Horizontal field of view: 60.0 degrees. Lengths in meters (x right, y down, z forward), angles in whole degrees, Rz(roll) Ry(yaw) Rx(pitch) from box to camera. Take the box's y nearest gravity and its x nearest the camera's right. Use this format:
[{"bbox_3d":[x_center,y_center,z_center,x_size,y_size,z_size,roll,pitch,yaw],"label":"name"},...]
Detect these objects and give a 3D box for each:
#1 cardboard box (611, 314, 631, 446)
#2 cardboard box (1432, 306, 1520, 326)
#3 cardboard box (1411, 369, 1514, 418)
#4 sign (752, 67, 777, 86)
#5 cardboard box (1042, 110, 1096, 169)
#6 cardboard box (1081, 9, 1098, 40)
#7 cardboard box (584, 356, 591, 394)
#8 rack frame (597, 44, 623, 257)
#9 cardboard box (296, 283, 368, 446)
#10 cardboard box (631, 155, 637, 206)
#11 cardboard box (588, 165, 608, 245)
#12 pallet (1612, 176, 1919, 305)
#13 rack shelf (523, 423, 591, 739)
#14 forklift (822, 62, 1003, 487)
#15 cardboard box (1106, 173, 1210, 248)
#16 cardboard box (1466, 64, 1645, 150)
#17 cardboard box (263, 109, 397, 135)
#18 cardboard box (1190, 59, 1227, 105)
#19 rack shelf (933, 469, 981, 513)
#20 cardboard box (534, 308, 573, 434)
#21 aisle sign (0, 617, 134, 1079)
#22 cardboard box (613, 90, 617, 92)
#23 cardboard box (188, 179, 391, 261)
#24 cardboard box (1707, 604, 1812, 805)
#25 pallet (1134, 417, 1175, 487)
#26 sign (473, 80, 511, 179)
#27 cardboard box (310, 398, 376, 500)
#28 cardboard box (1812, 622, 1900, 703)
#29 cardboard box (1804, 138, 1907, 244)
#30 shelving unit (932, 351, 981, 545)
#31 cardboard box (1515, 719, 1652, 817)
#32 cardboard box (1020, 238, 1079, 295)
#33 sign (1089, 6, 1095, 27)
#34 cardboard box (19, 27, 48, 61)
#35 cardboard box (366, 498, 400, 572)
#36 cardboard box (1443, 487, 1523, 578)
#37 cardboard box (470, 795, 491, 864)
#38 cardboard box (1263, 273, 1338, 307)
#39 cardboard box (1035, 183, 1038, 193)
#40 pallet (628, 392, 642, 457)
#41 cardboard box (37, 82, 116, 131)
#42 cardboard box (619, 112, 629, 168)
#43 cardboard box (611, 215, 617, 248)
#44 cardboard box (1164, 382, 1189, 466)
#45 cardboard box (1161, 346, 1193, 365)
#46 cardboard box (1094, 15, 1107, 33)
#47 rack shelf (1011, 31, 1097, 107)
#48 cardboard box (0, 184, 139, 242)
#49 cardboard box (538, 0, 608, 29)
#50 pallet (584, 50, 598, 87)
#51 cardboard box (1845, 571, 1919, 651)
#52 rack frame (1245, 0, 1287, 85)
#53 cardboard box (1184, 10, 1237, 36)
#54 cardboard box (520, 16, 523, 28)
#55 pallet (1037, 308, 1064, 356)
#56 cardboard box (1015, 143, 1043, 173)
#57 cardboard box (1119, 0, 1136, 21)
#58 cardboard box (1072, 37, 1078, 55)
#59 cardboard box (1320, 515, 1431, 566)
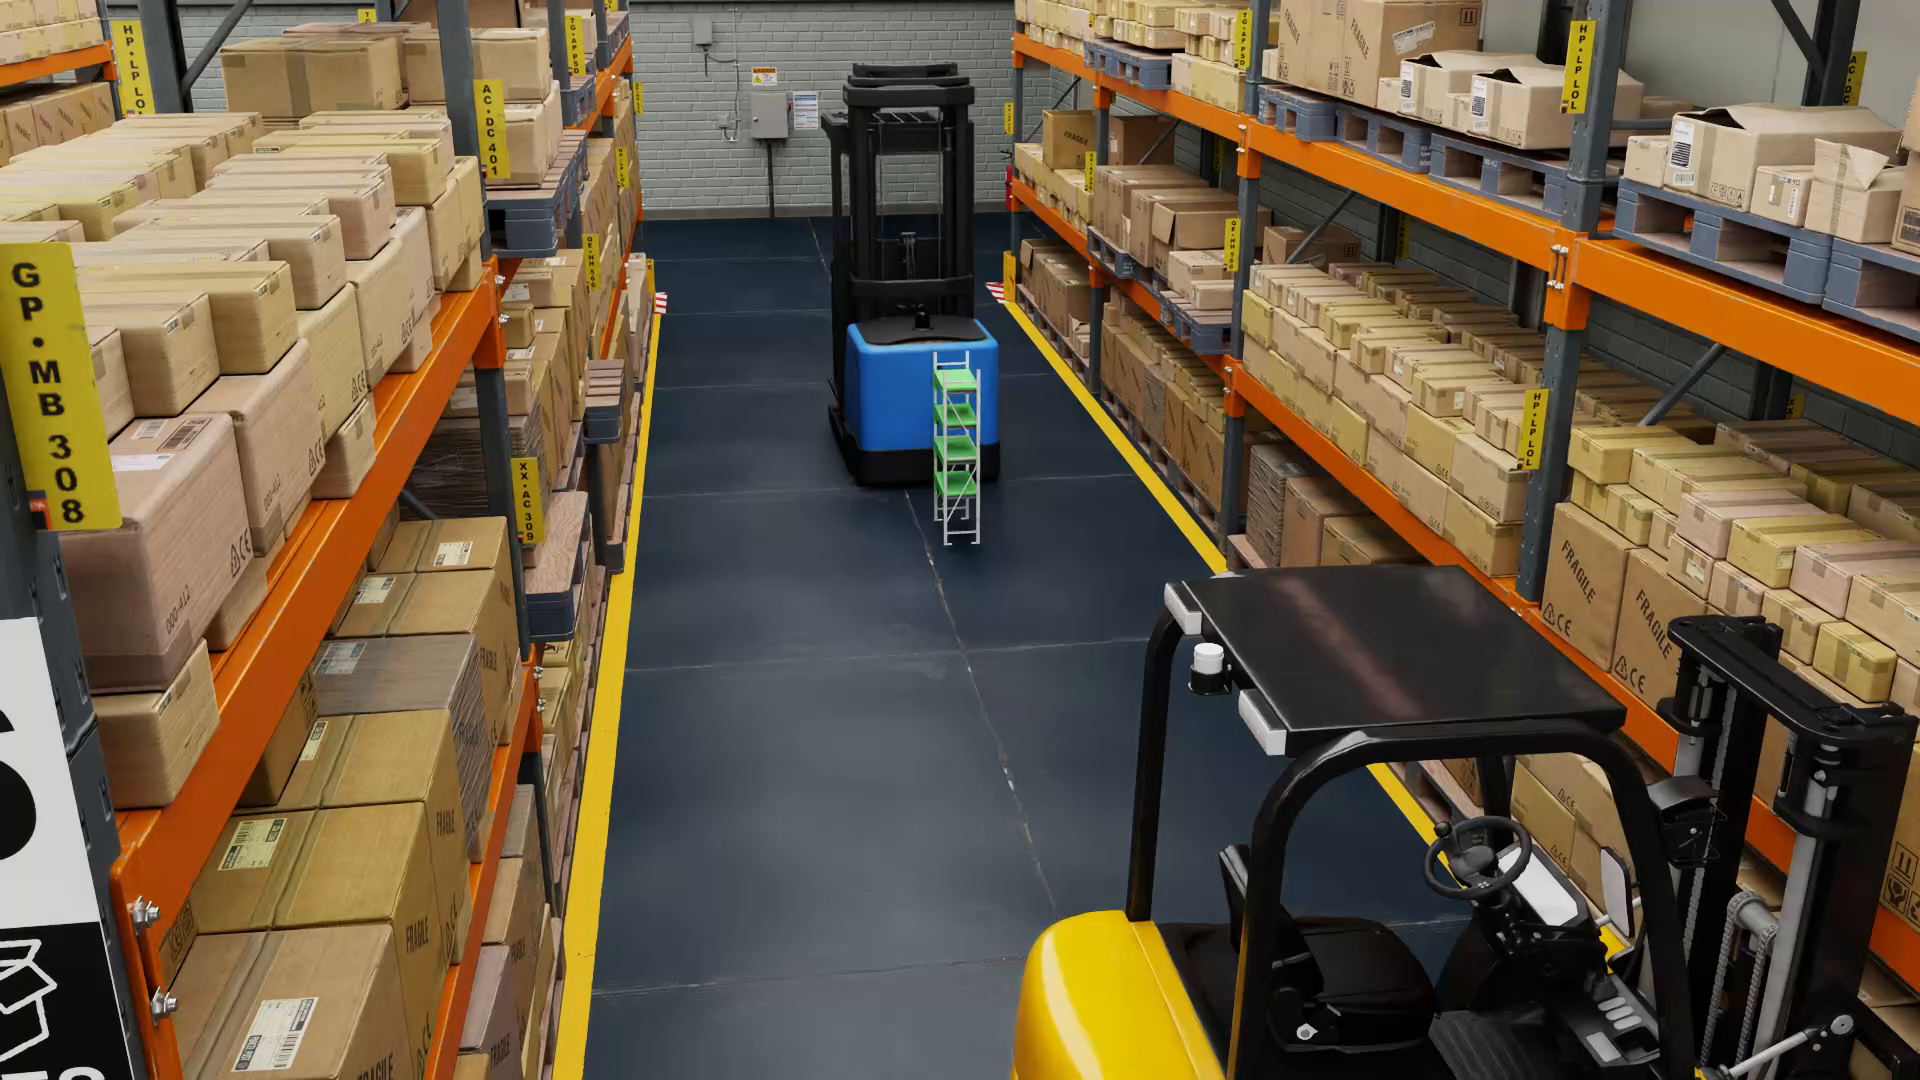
[{"bbox_3d":[-2.965,-1.156,12.460,0.875,0.875,0.875,-2,21,-6],"label":"cardboard box"},{"bbox_3d":[2.773,-1.156,8.955,0.380,0.149,0.250,-3,21,-9],"label":"cardboard box"},{"bbox_3d":[2.317,-0.677,7.672,0.380,0.149,0.250,-4,21,-9],"label":"cardboard box"},{"bbox_3d":[-2.669,-6.324,22.682,0.339,0.242,0.001,-3,21,-8],"label":"sign"},{"bbox_3d":[1.079,-3.844,15.939,0.500,0.500,0.500,-2,21,-6],"label":"cardboard box"},{"bbox_3d":[1.322,-4.358,14.098,0.500,0.250,0.500,-3,21,-8],"label":"cardboard box"},{"bbox_3d":[-2.224,-0.896,9.086,0.380,0.149,0.250,-3,21,-8],"label":"cardboard box"},{"bbox_3d":[-3.271,-2.477,13.562,1.000,3.000,0.127,-3,21,-8],"label":"rack frame"},{"bbox_3d":[-1.512,-0.337,3.333,0.500,0.250,0.500,-2,21,-6],"label":"cardboard box"},{"bbox_3d":[-3.375,-3.403,15.898,0.500,0.500,0.500,-2,21,-6],"label":"cardboard box"},{"bbox_3d":[-2.734,-2.317,11.560,0.500,0.500,0.500,-3,21,-7],"label":"cardboard box"},{"bbox_3d":[2.942,-1.029,5.523,1.003,0.211,1.213,-3,21,-8],"label":"pallet"},{"bbox_3d":[-2.407,-0.063,8.125,1.077,0.370,4.000,-3,21,-8],"label":"rack shelf"},{"bbox_3d":[-0.462,-2.237,13.018,1.130,2.935,3.031,-4,21,-10],"label":"forklift"},{"bbox_3d":[1.563,-2.614,13.186,0.700,0.500,0.500,-3,21,-7],"label":"cardboard box"},{"bbox_3d":[2.448,-1.804,6.857,0.500,0.311,0.500,-4,21,-9],"label":"cardboard box"},{"bbox_3d":[-2.346,-1.434,6.095,0.500,0.250,0.500,-3,21,-9],"label":"cardboard box"},{"bbox_3d":[1.829,-3.018,10.938,0.500,0.250,0.500,-3,21,-8],"label":"cardboard box"},{"bbox_3d":[-0.024,-0.335,11.266,0.258,0.148,0.480,-3,21,-8],"label":"rack shelf"},{"bbox_3d":[-2.117,-0.790,7.875,0.500,0.500,0.500,-4,21,-10],"label":"cardboard box"},{"bbox_3d":[-1.226,0.466,1.967,0.394,0.787,0.004,-3,21,-8],"label":"aisle sign"},{"bbox_3d":[-3.341,-4.036,15.237,0.380,0.149,0.250,-2,21,-6],"label":"cardboard box"},{"bbox_3d":[-1.539,-0.738,3.836,0.380,0.149,0.250,-3,21,-7],"label":"cardboard box"},{"bbox_3d":[2.764,0.516,5.405,0.500,0.500,0.500,-3,21,-8],"label":"cardboard box"},{"bbox_3d":[1.974,-0.719,12.841,1.003,0.211,1.213,-3,21,-8],"label":"pallet"},{"bbox_3d":[-1.582,-1.385,5.611,0.100,0.325,0.005,-3,21,-8],"label":"sign"},{"bbox_3d":[-1.458,-0.188,3.505,0.380,0.149,0.250,-3,21,-7],"label":"cardboard box"},{"bbox_3d":[2.782,0.350,4.921,0.380,0.149,0.250,-3,21,-9],"label":"cardboard box"},{"bbox_3d":[2.706,-1.016,4.810,0.396,0.266,0.258,-3,21,-9],"label":"cardboard box"},{"bbox_3d":[-0.024,-0.619,11.160,0.258,1.200,0.503,-3,21,-8],"label":"shelving unit"},{"bbox_3d":[2.552,0.847,6.561,0.500,0.250,0.500,-3,21,-9],"label":"cardboard box"},{"bbox_3d":[1.058,-2.924,17.727,0.797,0.503,0.637,-4,21,-10],"label":"cardboard box"},{"bbox_3d":[1.104,-4.346,13.540,0.100,0.325,0.005,-3,21,-8],"label":"sign"},{"bbox_3d":[-8.169,-4.236,14.199,0.500,0.250,0.500,-2,21,-5],"label":"cardboard box"},{"bbox_3d":[-2.269,-0.199,5.464,0.700,0.500,0.500,-3,21,-8],"label":"cardboard box"},{"bbox_3d":[2.462,-0.050,7.277,0.500,0.250,0.500,-2,21,-7],"label":"cardboard box"},{"bbox_3d":[-1.621,0.858,4.991,0.380,0.149,0.250,-3,21,-9],"label":"cardboard box"},{"bbox_3d":[2.011,-1.477,9.814,0.380,0.149,0.250,-2,21,-7],"label":"cardboard box"},{"bbox_3d":[0.970,-3.603,16.934,0.380,0.149,0.250,-2,21,-6],"label":"cardboard box"},{"bbox_3d":[-3.086,-0.908,13.344,1.003,0.211,1.213,-3,21,-8],"label":"pallet"},{"bbox_3d":[-8.420,-4.086,15.872,0.500,0.500,0.500,-3,21,-9],"label":"cardboard box"},{"bbox_3d":[-3.230,-3.523,14.789,0.500,0.500,0.500,-3,21,-7],"label":"cardboard box"},{"bbox_3d":[-2.888,-2.328,12.662,0.500,0.250,0.500,-2,21,-6],"label":"cardboard box"},{"bbox_3d":[1.803,-0.860,12.204,0.500,0.500,0.500,-2,21,-5],"label":"cardboard box"},{"bbox_3d":[1.746,-1.380,12.669,0.380,0.149,0.250,-3,21,-8],"label":"cardboard box"},{"bbox_3d":[1.289,-4.136,13.333,0.380,0.149,0.250,-3,21,-7],"label":"cardboard box"},{"bbox_3d":[1.352,-4.489,15.690,1.077,0.370,4.000,-3,21,-8],"label":"rack shelf"},{"bbox_3d":[-2.090,-0.709,3.759,0.380,0.149,0.250,-3,21,-7],"label":"cardboard box"},{"bbox_3d":[-3.148,-4.387,13.502,0.500,0.500,0.500,-3,21,-7],"label":"cardboard box"},{"bbox_3d":[-3.091,-3.478,12.227,0.805,0.209,1.217,-4,21,-10],"label":"pallet"},{"bbox_3d":[2.863,0.204,4.888,0.380,0.149,0.250,-3,21,-8],"label":"cardboard box"},{"bbox_3d":[2.216,-4.154,9.478,1.000,3.000,0.127,-3,21,-8],"label":"rack frame"},{"bbox_3d":[1.726,-3.471,11.155,0.380,0.149,0.250,-3,21,-9],"label":"cardboard box"},{"bbox_3d":[-3.026,-3.074,10.130,0.700,0.500,0.500,-4,21,-10],"label":"cardboard box"},{"bbox_3d":[1.363,-2.084,16.493,1.003,0.211,1.213,-3,21,-8],"label":"pallet"},{"bbox_3d":[0.862,-4.012,17.461,0.500,0.250,0.500,-3,21,-7],"label":"cardboard box"},{"bbox_3d":[1.416,-4.007,12.562,0.380,0.149,0.250,-3,21,-9],"label":"cardboard box"},{"bbox_3d":[1.202,-4.390,14.754,0.380,0.149,0.250,-3,21,-8],"label":"cardboard box"},{"bbox_3d":[2.492,0.247,9.060,0.875,0.625,0.625,-4,21,-10],"label":"cardboard box"}]
